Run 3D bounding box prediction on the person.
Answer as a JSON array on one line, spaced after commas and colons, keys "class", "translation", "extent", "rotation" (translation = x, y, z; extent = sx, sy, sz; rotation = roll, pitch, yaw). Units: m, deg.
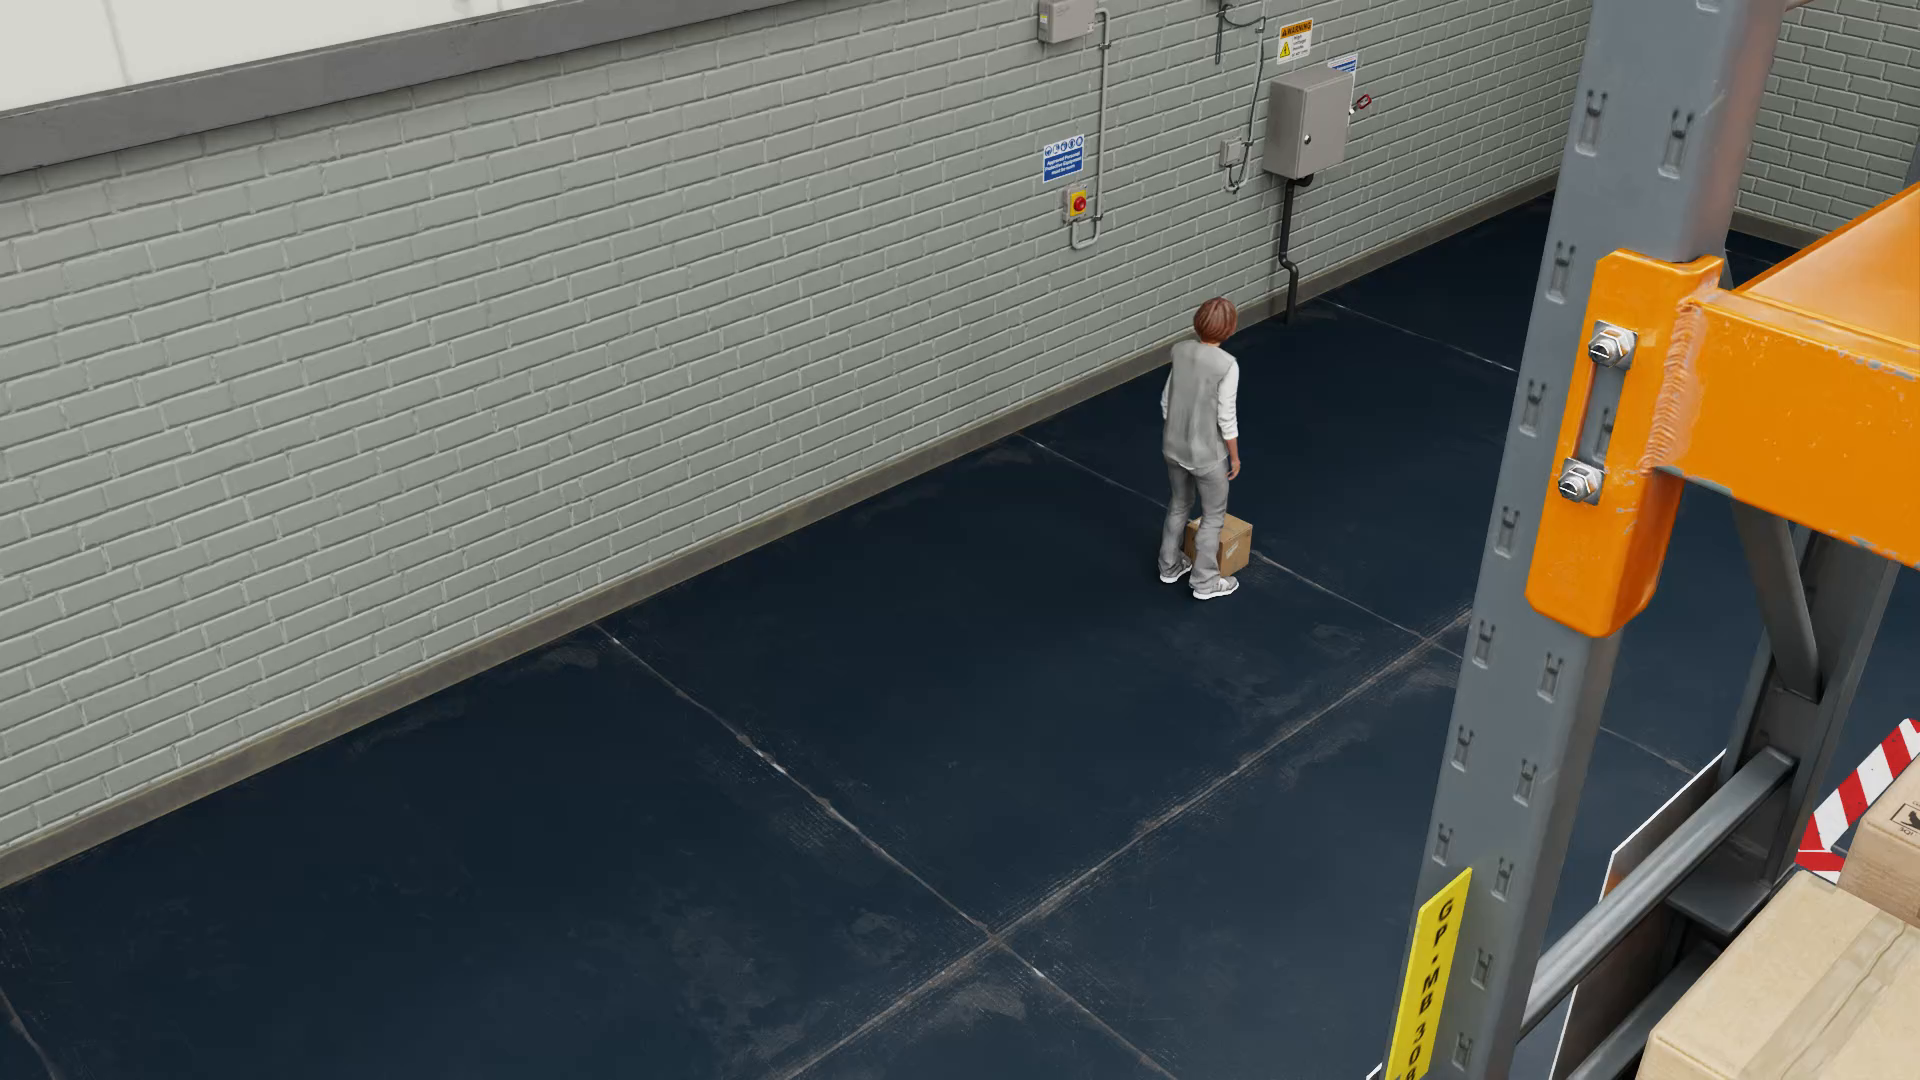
[{"class": "person", "translation": [1.204, -0.452, 8.364], "extent": [0.348, 1.593, 0.465], "rotation": [-27, 41, -35]}]
